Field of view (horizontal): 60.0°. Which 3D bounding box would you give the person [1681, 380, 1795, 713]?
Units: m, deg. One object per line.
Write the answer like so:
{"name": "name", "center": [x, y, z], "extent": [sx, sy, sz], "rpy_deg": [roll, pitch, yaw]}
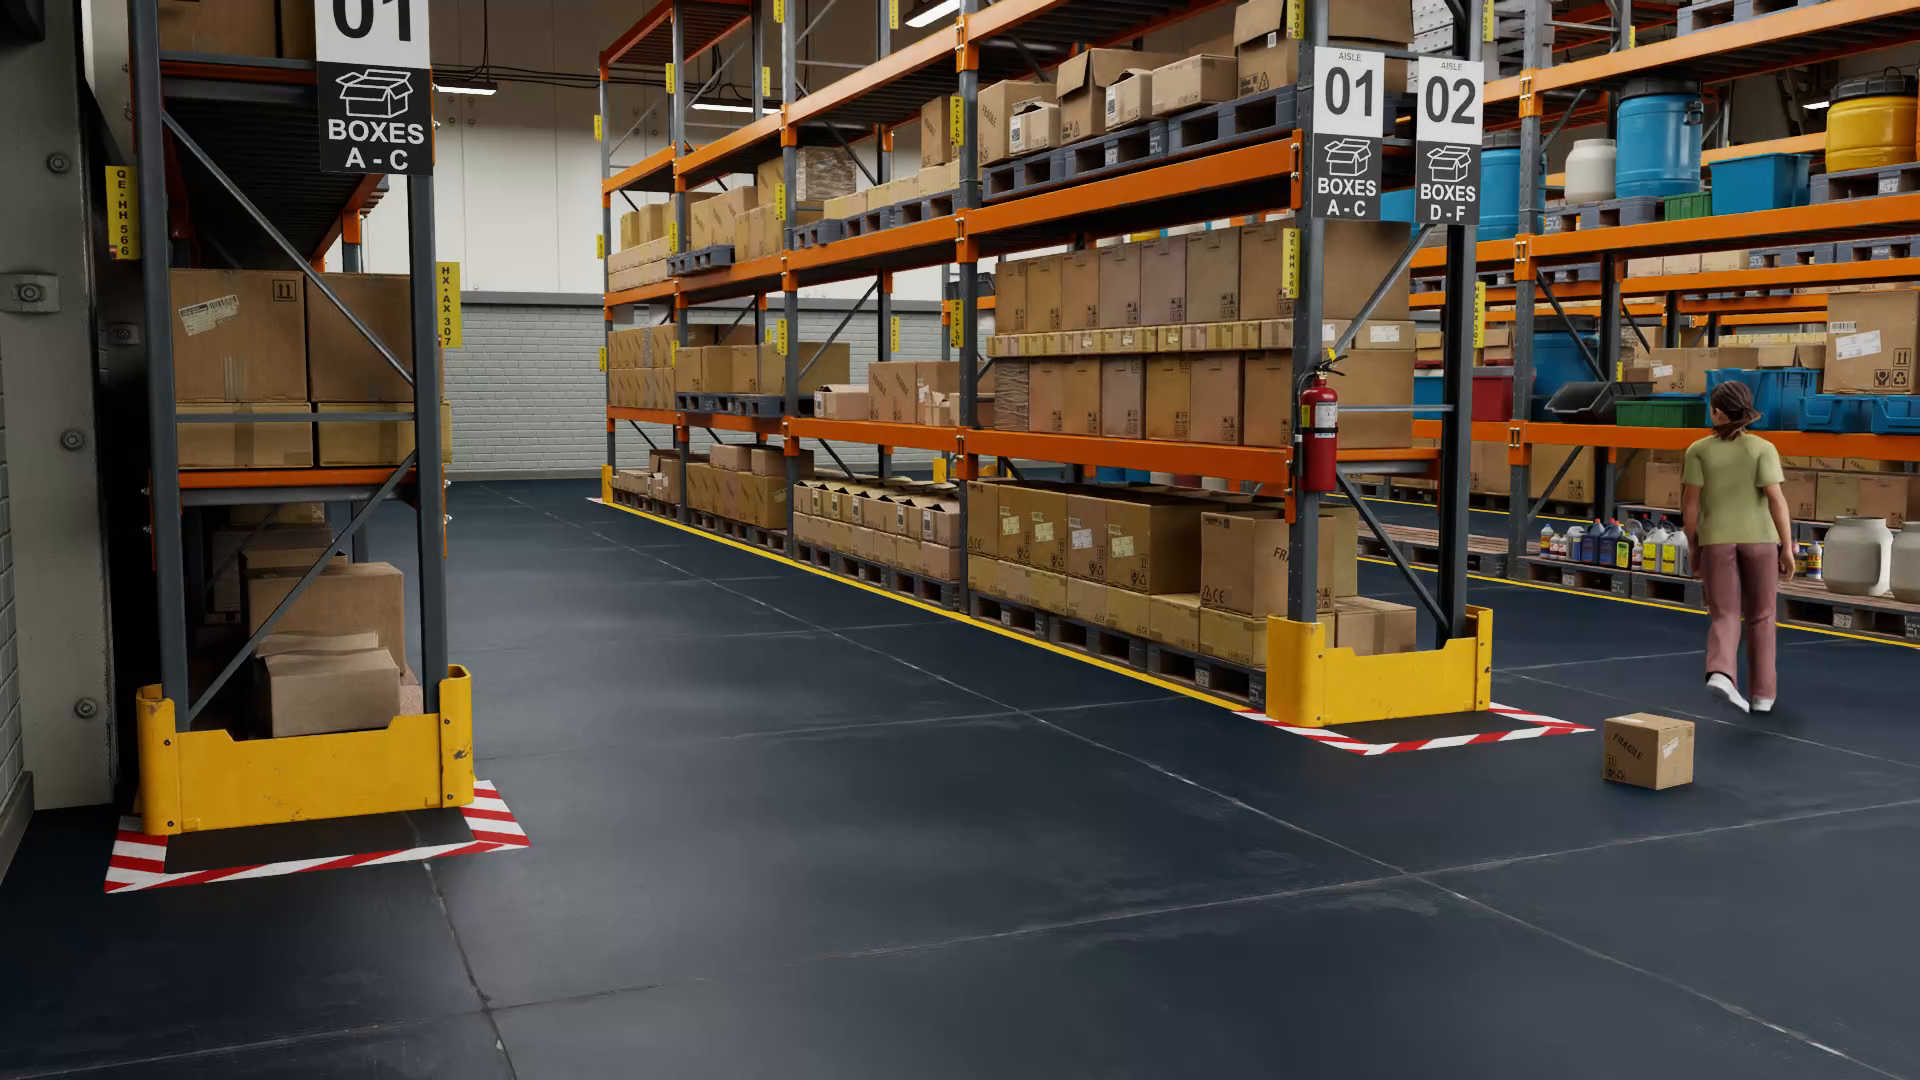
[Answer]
{"name": "person", "center": [3.770, 0.041, 8.069], "extent": [0.521, 1.632, 0.884], "rpy_deg": [3, 6, 29]}
